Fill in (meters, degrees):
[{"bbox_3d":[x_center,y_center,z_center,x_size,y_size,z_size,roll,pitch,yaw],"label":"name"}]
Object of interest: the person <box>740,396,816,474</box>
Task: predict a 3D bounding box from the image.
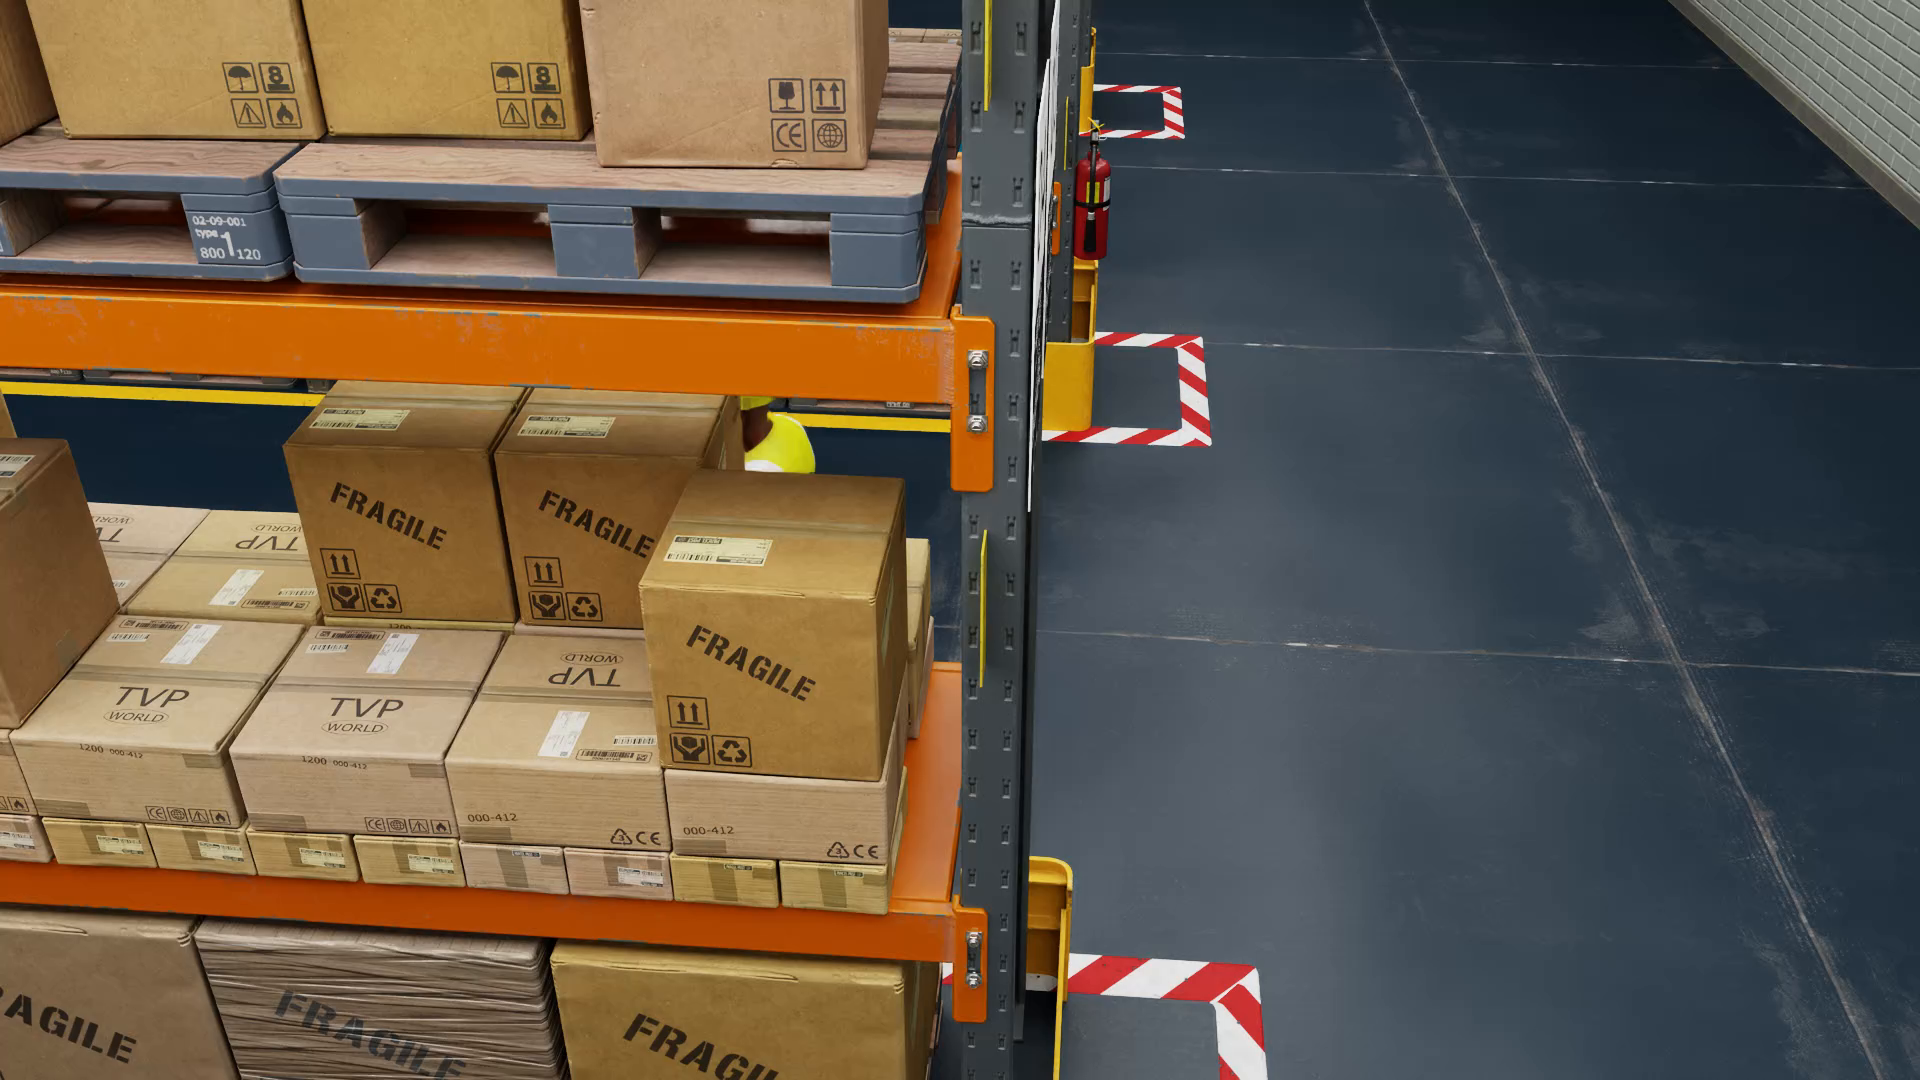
[{"bbox_3d":[-0.726,0.157,5.873,0.583,1.750,0.505,2,32,3],"label":"person"}]
